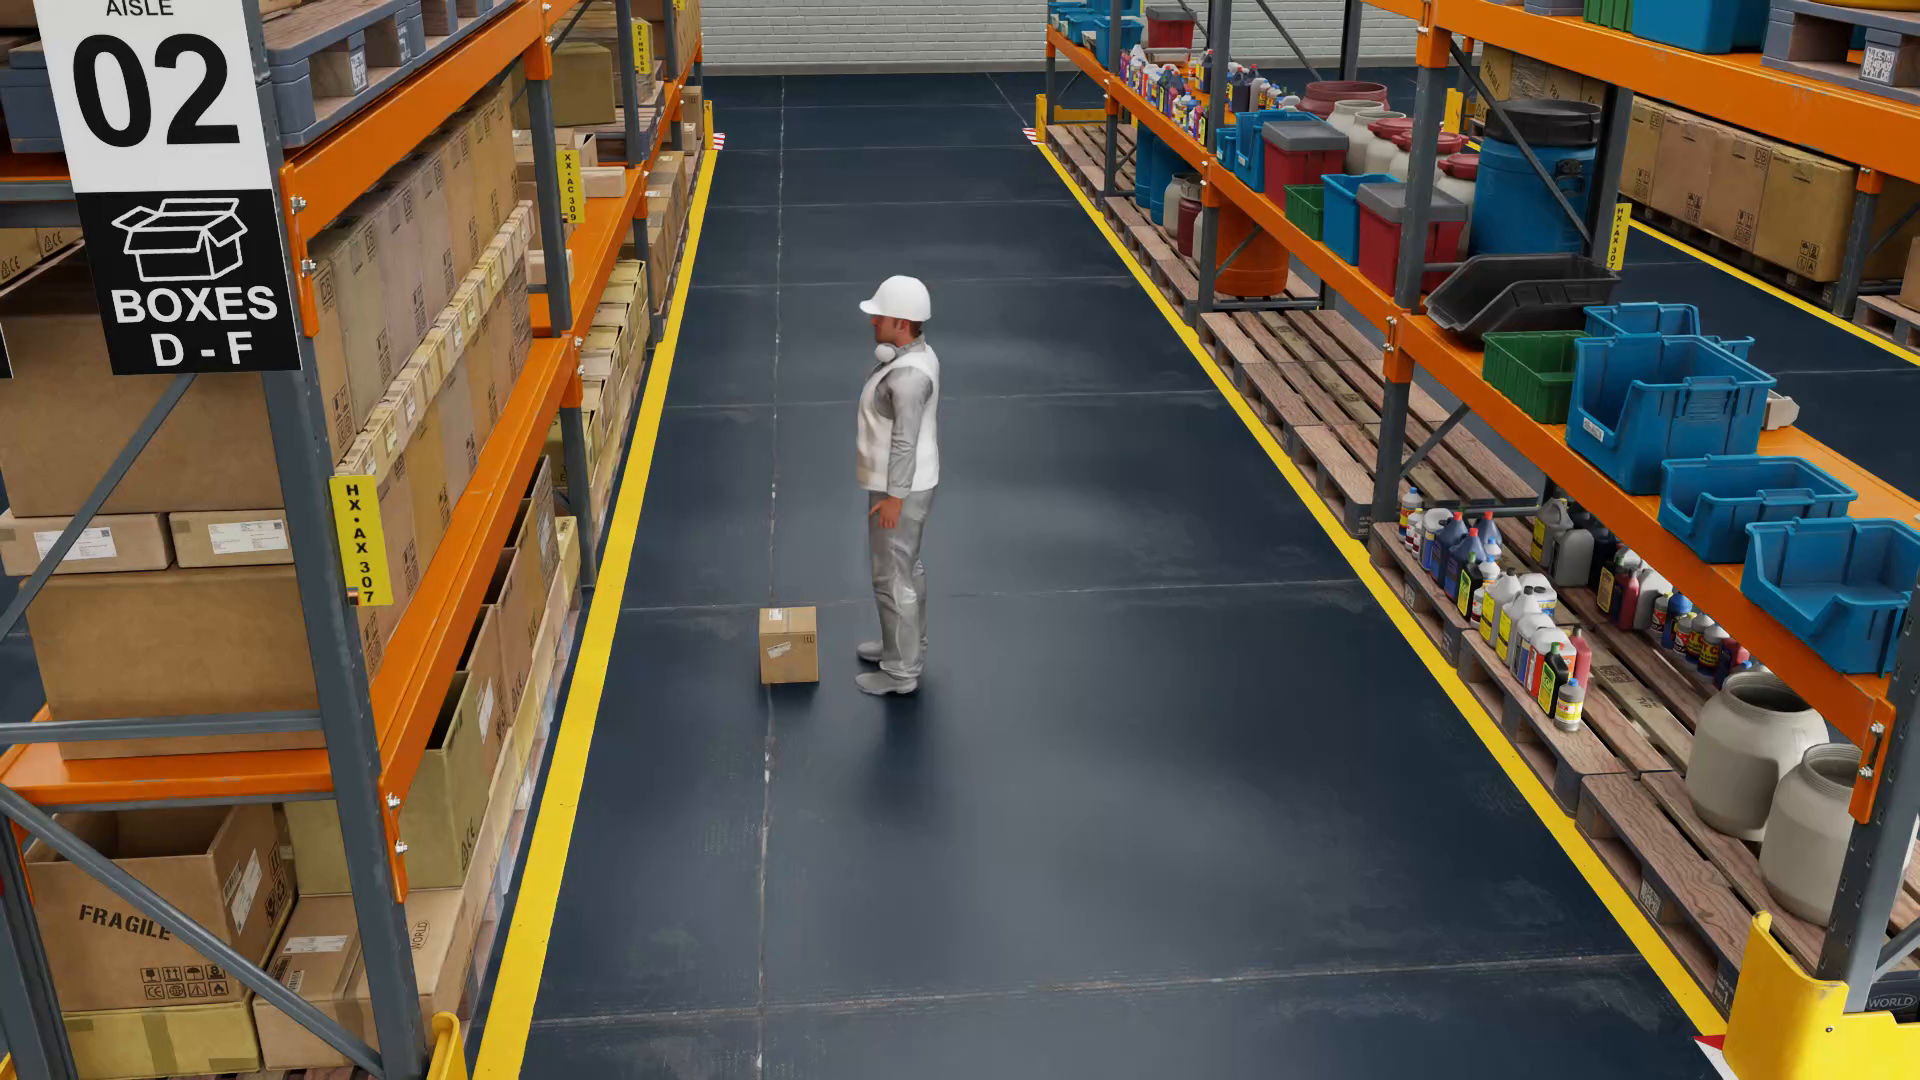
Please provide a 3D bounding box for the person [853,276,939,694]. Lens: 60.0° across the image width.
[{"bbox_3d":[-0.282,-0.244,7.127,0.385,1.796,0.596,1,24,2],"label":"person"}]
